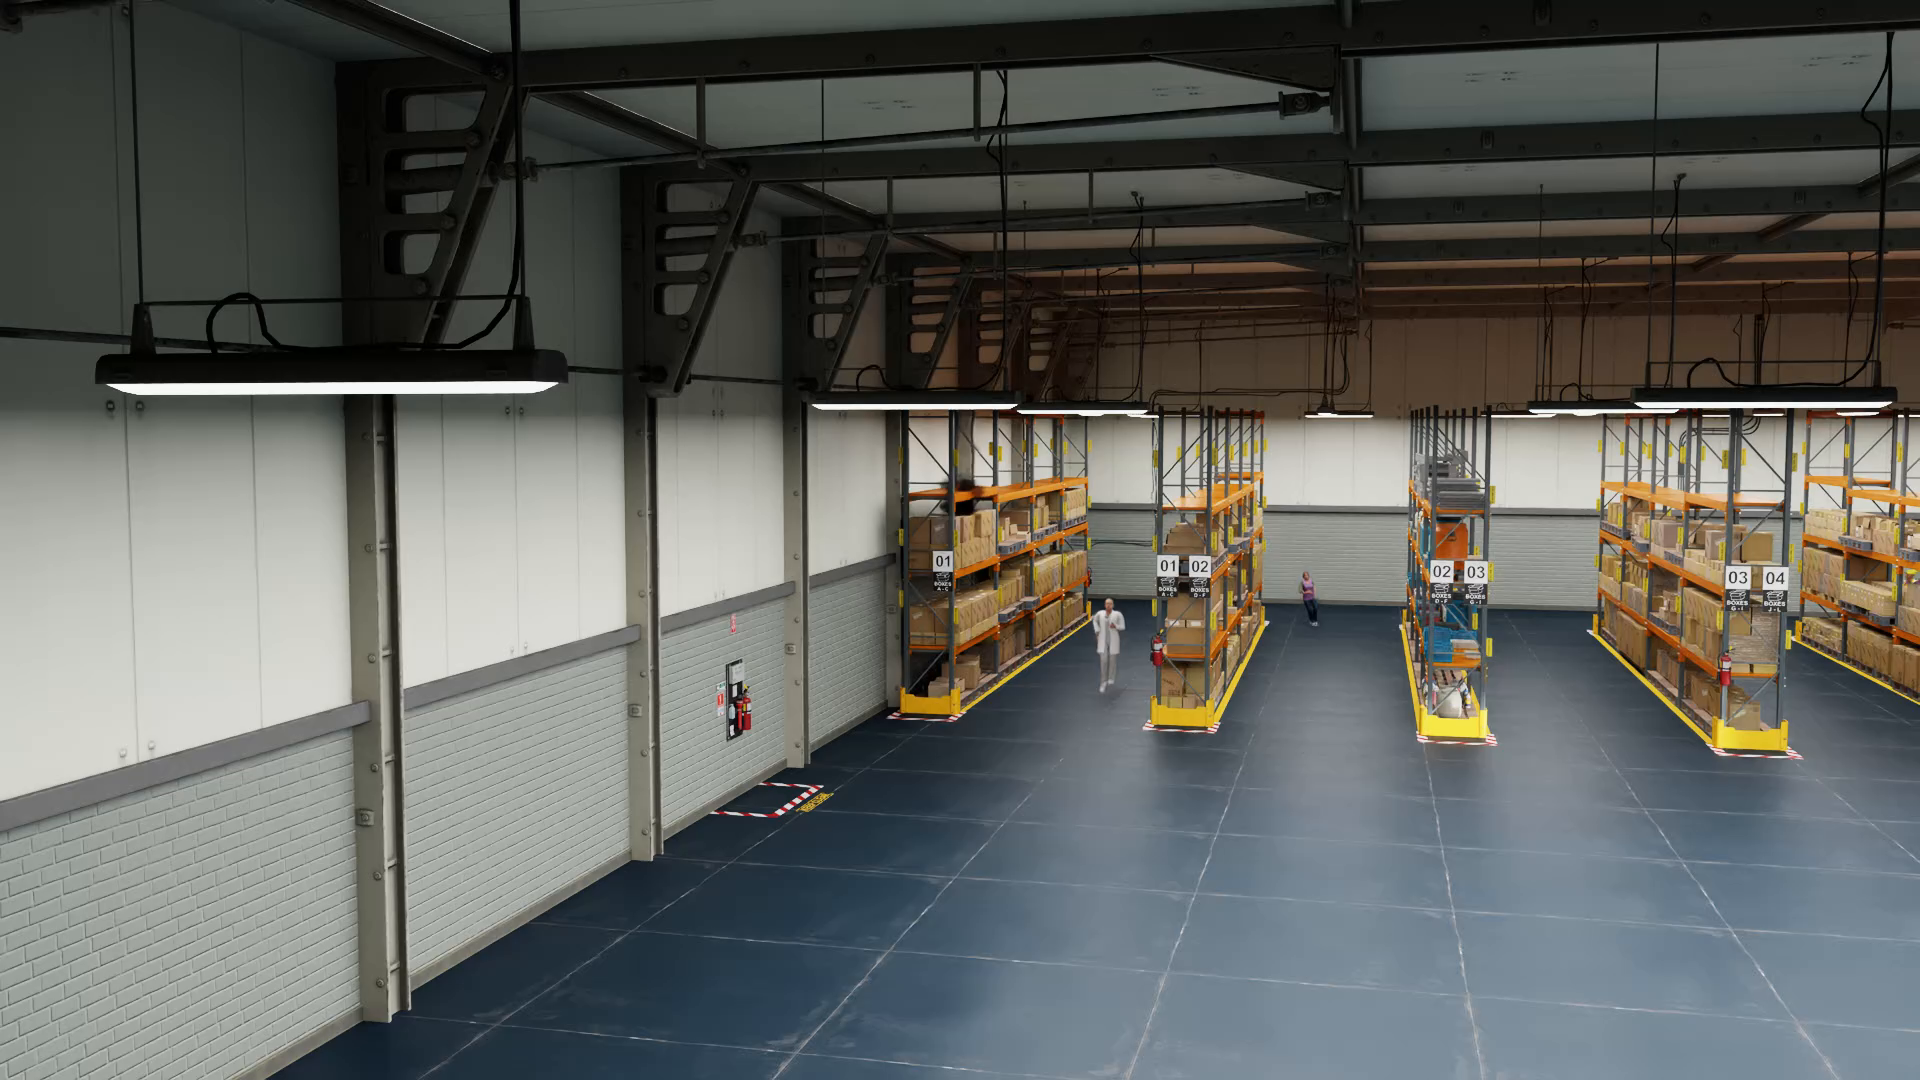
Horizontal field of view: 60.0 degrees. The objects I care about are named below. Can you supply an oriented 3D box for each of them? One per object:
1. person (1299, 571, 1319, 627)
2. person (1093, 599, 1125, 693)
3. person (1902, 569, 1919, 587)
[{"bbox_3d":[9.665,1.643,46.098,0.596,1.568,0.606,0,4,-5],"label":"person"},{"bbox_3d":[3.025,2.142,33.925,0.682,1.897,0.779,1,4,10],"label":"person"},{"bbox_3d":[25.473,1.651,44.640,0.881,1.747,0.701,-1,4,-9],"label":"person"}]
